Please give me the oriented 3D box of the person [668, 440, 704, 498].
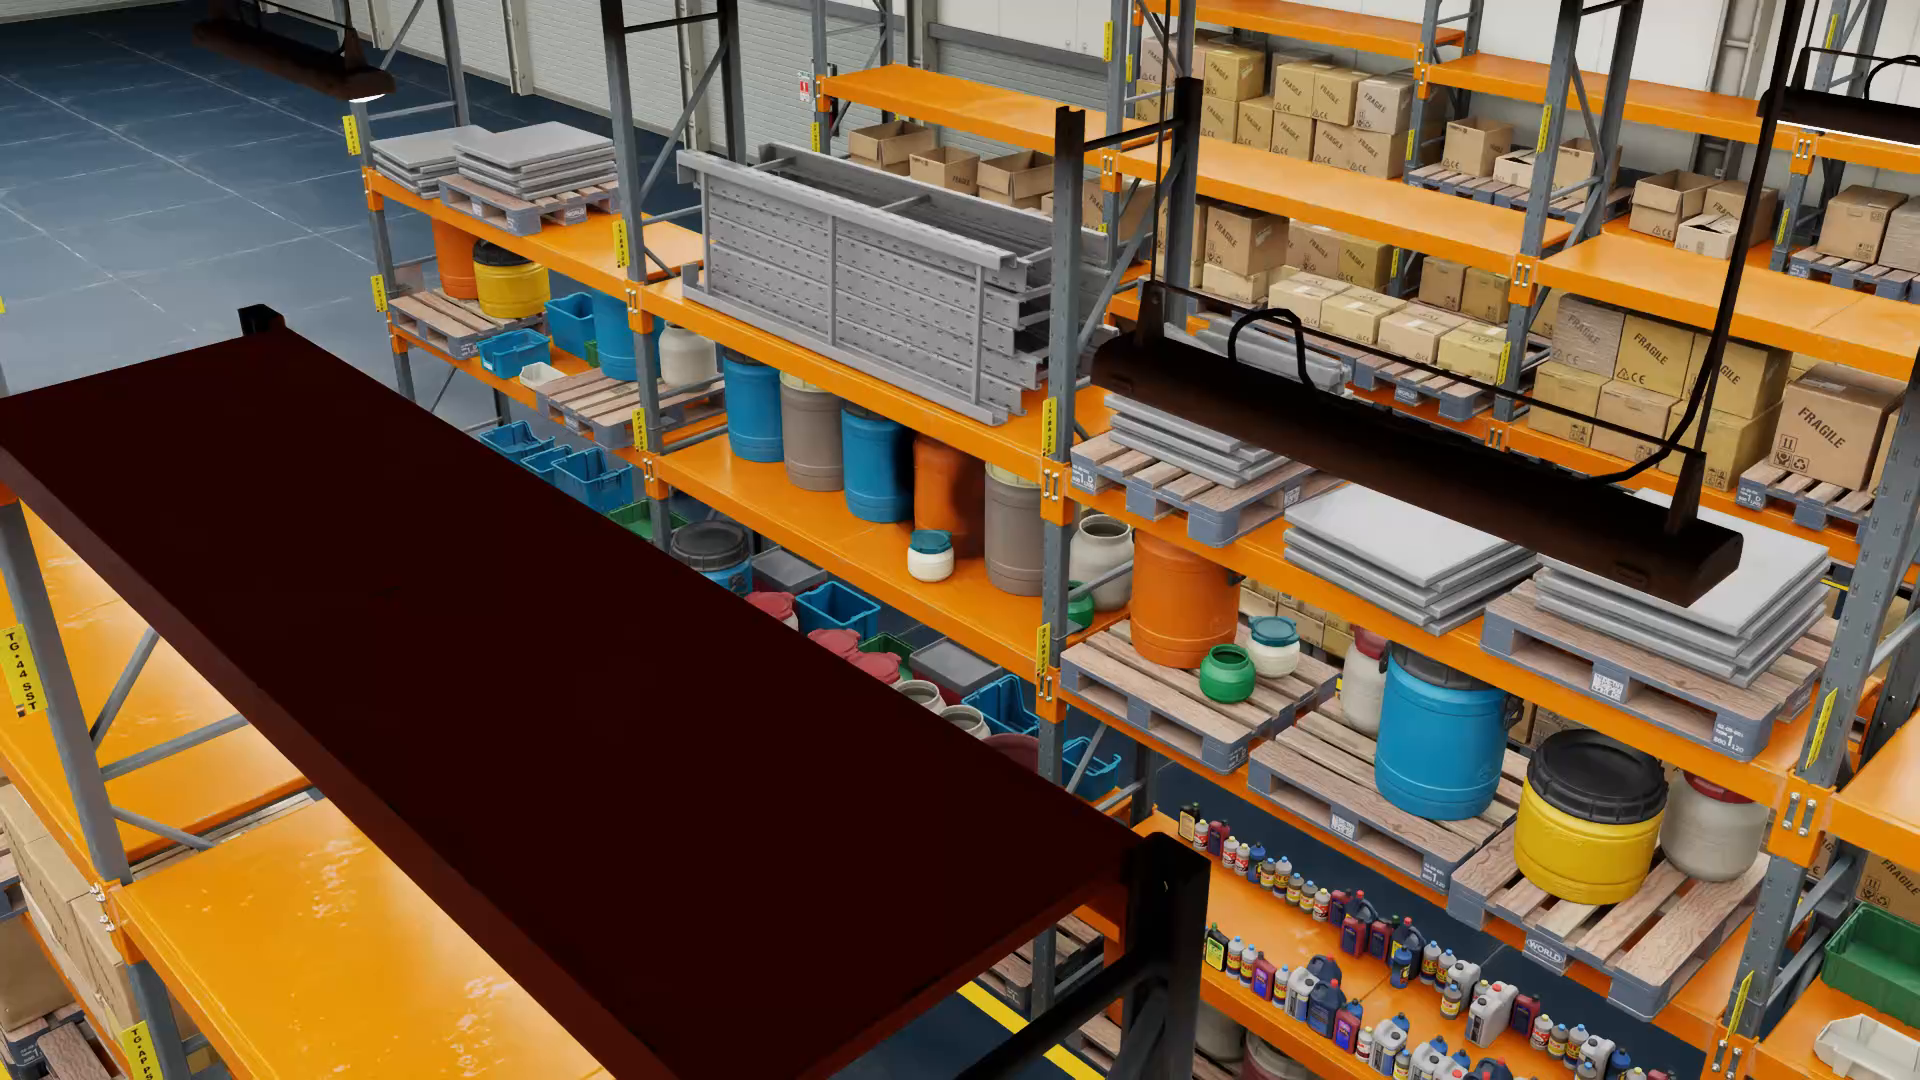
[{"bbox_3d":[-2.844,-1.243,17.354,0.534,1.732,0.586,-22,35,-35],"label":"person"}]
